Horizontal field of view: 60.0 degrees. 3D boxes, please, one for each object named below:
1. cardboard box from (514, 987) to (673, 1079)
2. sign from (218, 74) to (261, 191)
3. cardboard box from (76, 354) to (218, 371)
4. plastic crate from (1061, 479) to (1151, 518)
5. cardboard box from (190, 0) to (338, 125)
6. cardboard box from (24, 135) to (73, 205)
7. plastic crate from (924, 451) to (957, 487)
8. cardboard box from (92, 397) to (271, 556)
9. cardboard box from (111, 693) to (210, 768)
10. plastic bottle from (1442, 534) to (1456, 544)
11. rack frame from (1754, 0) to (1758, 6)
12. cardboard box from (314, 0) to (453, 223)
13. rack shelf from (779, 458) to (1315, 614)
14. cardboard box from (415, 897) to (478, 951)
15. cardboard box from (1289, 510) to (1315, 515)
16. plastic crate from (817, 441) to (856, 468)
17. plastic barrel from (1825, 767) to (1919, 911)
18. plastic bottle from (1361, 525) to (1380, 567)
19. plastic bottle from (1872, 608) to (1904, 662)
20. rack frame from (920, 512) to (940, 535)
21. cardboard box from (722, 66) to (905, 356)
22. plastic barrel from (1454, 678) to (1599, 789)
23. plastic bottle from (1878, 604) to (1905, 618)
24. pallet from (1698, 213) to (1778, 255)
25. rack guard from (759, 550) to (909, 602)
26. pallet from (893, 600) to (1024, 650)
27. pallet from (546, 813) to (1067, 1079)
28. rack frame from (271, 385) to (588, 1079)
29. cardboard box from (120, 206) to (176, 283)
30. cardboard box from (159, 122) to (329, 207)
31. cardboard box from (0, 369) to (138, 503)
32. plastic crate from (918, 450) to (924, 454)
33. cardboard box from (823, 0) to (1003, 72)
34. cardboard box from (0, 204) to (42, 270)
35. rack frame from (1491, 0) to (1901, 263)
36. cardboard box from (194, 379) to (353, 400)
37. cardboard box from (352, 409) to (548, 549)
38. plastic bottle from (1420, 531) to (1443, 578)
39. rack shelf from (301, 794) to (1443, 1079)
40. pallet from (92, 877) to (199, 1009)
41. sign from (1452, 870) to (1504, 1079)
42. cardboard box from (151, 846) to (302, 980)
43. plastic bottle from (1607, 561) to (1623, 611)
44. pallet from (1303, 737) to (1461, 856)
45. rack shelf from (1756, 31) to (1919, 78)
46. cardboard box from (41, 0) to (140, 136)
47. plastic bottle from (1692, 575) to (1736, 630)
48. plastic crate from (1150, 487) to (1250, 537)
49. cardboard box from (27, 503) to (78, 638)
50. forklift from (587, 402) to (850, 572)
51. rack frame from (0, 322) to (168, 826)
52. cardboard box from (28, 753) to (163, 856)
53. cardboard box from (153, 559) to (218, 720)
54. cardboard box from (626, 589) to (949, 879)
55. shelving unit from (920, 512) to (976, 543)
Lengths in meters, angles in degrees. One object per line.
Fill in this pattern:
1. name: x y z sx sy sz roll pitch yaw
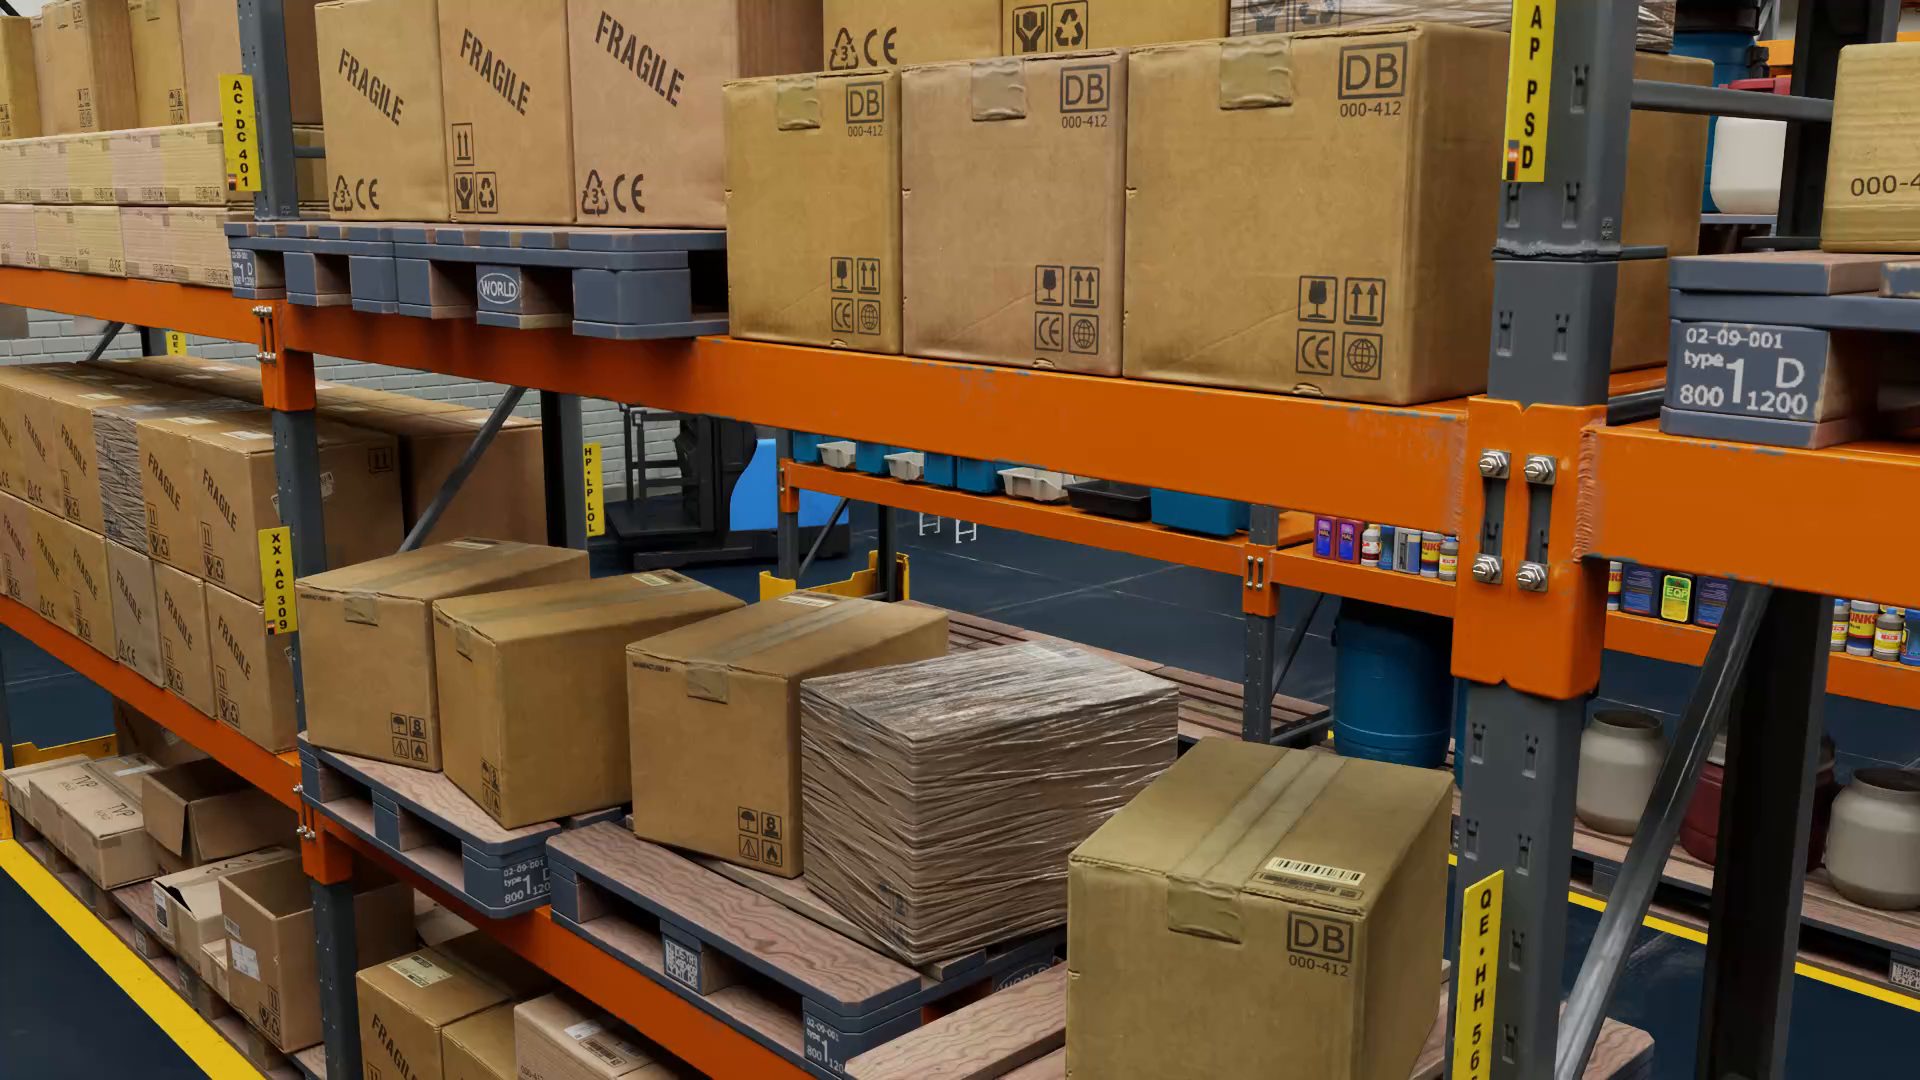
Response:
1. cardboard box: -0.839 1.364 4.444 0.500 0.250 0.500 -11 16 -42
2. sign: -2.075 -1.174 4.800 0.100 0.325 0.005 -11 16 -43
3. cardboard box: -3.944 -0.624 8.121 0.500 0.500 0.500 -11 16 -43
4. plastic crate: 0.930 -0.239 9.508 0.437 0.125 0.590 -11 16 -43
5. cardboard box: -2.051 -1.602 5.432 0.700 0.500 0.500 -11 16 -43
6. cardboard box: -3.251 -1.422 6.417 0.500 0.250 0.500 -11 16 -43
7. plastic crate: -0.023 -0.475 10.389 0.416 0.233 0.300 -11 16 -43
8. cardboard box: -2.928 -0.253 6.318 0.500 0.500 0.500 -11 16 -42
9. cardboard box: -3.896 0.942 8.350 0.500 0.500 0.500 -11 16 -43
10. plastic bottle: 2.552 -0.067 8.635 0.097 0.201 0.097 0 12 0
11. rack frame: 9.885 -5.811 21.156 1.000 3.000 0.127 -11 16 -43
12. cardboard box: -1.393 -1.217 4.756 0.600 0.600 0.600 10 15 40
13. rack shelf: 0.517 -0.158 10.365 1.077 0.370 4.000 -11 16 -43
14. cardboard box: -1.821 1.482 6.198 0.500 0.311 0.500 -11 16 -43
15. cardboard box: 3.217 -0.575 14.832 0.875 0.875 0.875 -11 16 -43
16. plastic crate: -0.771 -0.562 11.048 0.250 0.136 0.298 -11 16 -43
17. plastic barrel: 3.855 1.239 6.925 0.421 0.512 0.421 0 12 0
18. plastic bottle: 2.027 0.026 8.183 0.097 0.201 0.097 0 12 0
19. plastic bottle: 3.645 0.368 6.524 0.097 0.201 0.097 0 12 0
20. rack frame: -0.283 -0.647 15.419 0.240 1.200 0.015 -11 16 -43
21. cardboard box: 0.038 -0.672 3.397 0.910 0.500 0.500 -11 16 -43
22. plastic barrel: 2.750 0.789 8.146 0.600 0.901 0.708 -11 16 -43
23. plastic bottle: 4.057 0.187 7.196 0.061 0.283 0.133 -11 16 -43
24. pallet: 3.295 -1.329 7.301 1.003 0.211 1.213 -11 16 -43
25. rack guard: -0.891 0.421 11.969 1.175 0.500 0.348 -11 16 -43
26. pallet: -0.323 0.690 11.380 1.003 0.211 1.213 -11 16 -43
27. pallet: -0.271 0.866 4.088 1.003 0.211 1.213 -11 16 -43
28. rack frame: -1.687 0.472 5.527 1.000 3.000 0.127 -11 16 -43
29. cardboard box: -2.553 -1.032 5.766 0.500 0.250 0.500 -11 16 -43
30. cardboard box: -2.220 -1.202 5.350 0.500 0.250 0.500 -11 16 -43
31. cardboard box: -3.968 -0.474 7.392 0.500 0.500 0.500 -11 16 -42
32. plastic crate: -0.171 -0.608 11.274 0.396 0.136 0.243 -11 16 -43
33. cardboard box: 0.074 -1.166 3.316 0.500 0.500 0.500 -11 16 -43
34. cardboard box: -3.596 -1.250 6.822 0.500 0.250 0.500 -11 16 -43
35. rack frame: 1.075 -1.883 2.089 1.000 3.000 0.127 -11 16 -43
36. cardboard box: -2.878 -0.401 7.035 0.500 0.500 0.500 -10 15 -41
37. cardboard box: -1.809 -0.175 5.941 0.500 0.500 0.500 -10 16 -41
38. plastic bottle: 2.255 0.040 7.943 0.097 0.271 0.097 0 12 0
39. rack shelf: -0.306 1.116 4.183 1.077 0.370 4.000 -11 16 -43
40. pallet: -3.008 1.559 7.160 1.003 0.211 1.213 -11 16 -43
41. sign: 0.689 0.604 2.211 0.100 0.325 0.005 -11 16 -43
42. cardboard box: -2.804 1.420 6.497 0.500 0.311 0.500 -11 16 -43
43. plastic bottle: 2.869 0.169 7.313 0.097 0.271 0.097 0 12 0
44. pallet: 2.400 1.266 8.582 1.003 0.211 1.213 -11 16 -43
45. rack shelf: 6.861 -3.006 10.316 1.077 0.370 4.000 -11 16 -43
46. cardboard box: -3.099 -1.819 6.484 0.700 0.500 0.500 -11 16 -43
47. plastic bottle: 3.203 0.194 6.995 0.144 0.351 0.185 -11 16 -43
48. plastic crate: 1.329 -0.260 8.971 0.392 0.384 0.575 -11 16 -43
49. cardboard box: -3.629 0.089 7.139 0.500 0.500 0.500 -11 16 -43
50. forklift: -2.531 -1.279 14.196 3.031 2.935 1.130 -4 12 -17
51. rack frame: -4.450 -0.112 8.361 1.000 3.000 0.127 -11 16 -43
52. cardboard box: -3.934 1.211 7.663 0.500 0.250 0.500 -11 16 -43
53. cardboard box: -2.575 0.310 6.062 0.500 0.500 0.500 -10 16 -41
54. cardboard box: -0.423 0.466 4.265 0.500 0.500 0.700 7 14 31
55. shelving unit: -0.114 -0.612 15.246 0.258 1.200 0.503 -11 16 -43
